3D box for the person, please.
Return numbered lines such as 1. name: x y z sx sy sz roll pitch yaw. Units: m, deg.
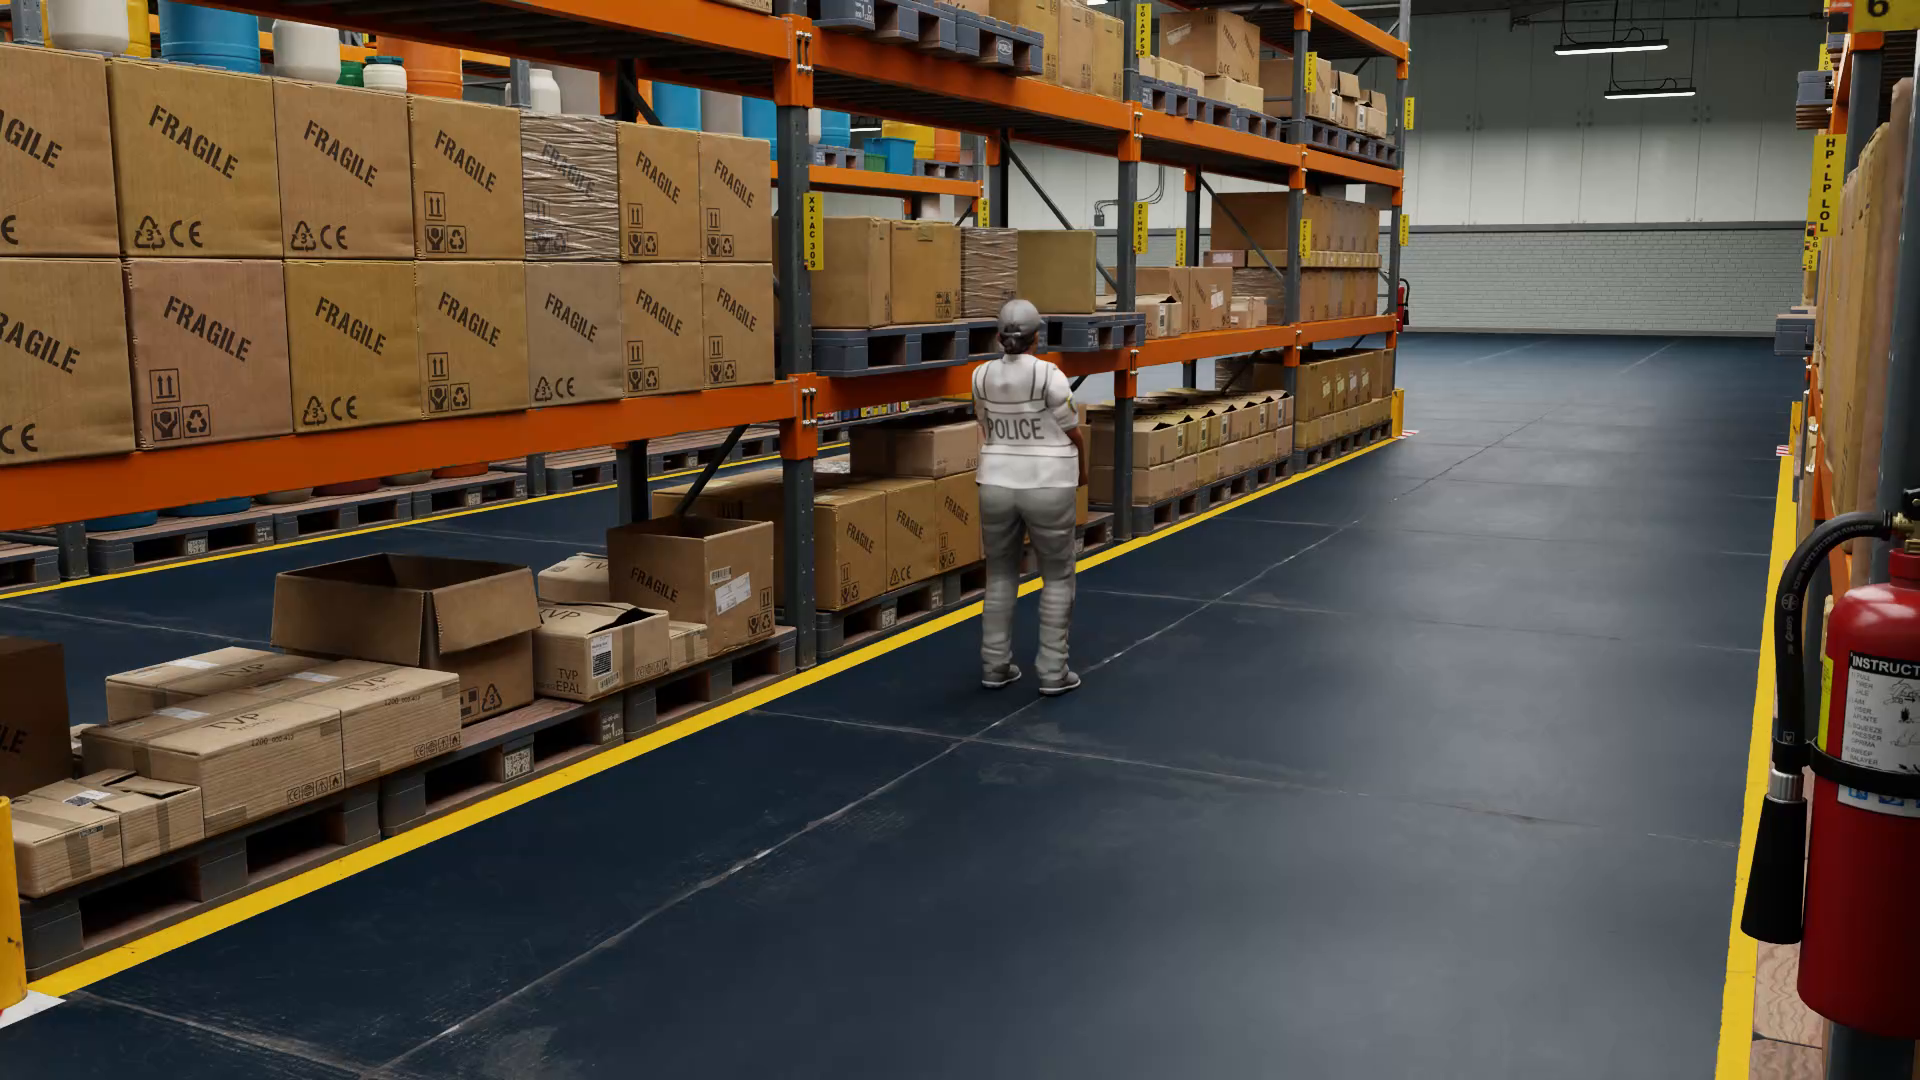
1. person: 0.311 -0.191 7.076 0.452 1.653 0.535 4 10 25
